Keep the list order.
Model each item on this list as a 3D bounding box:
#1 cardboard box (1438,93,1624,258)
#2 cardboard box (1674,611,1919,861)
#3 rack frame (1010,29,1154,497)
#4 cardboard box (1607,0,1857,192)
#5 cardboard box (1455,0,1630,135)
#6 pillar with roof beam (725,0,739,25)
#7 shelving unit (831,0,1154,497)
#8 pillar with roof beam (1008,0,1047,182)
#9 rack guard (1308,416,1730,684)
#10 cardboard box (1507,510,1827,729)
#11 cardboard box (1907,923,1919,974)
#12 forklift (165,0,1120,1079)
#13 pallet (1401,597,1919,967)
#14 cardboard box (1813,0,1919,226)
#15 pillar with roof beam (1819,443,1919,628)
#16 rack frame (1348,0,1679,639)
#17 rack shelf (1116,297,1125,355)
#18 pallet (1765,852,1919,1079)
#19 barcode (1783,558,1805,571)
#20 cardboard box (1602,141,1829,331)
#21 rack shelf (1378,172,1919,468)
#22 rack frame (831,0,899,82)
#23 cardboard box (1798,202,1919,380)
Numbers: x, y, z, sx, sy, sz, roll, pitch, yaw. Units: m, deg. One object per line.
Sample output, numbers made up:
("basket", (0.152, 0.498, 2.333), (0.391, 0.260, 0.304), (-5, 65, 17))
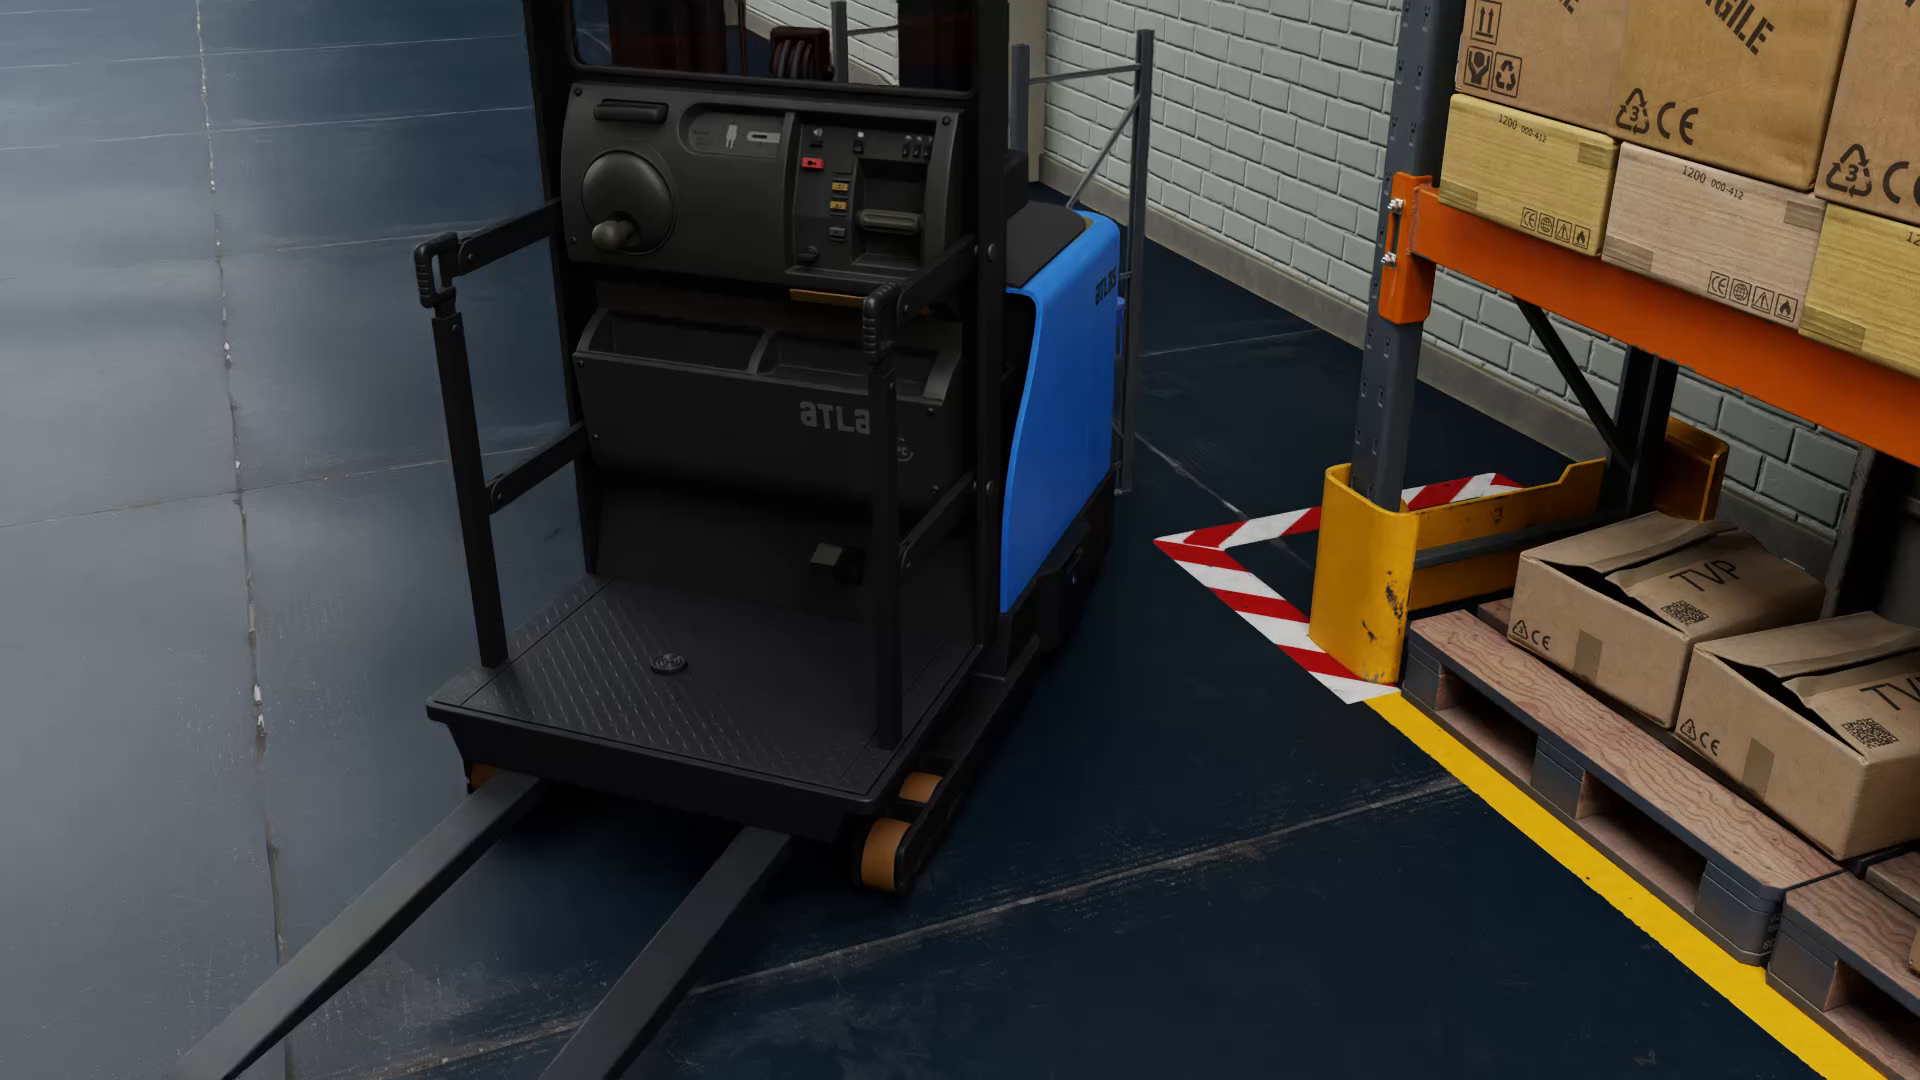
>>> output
("cardboard box", (1.438, -0.842, 3.705), (0.500, 0.250, 0.500), (-11, 28, -22))
("cardboard box", (1.950, 0.383, 3.610), (0.500, 0.311, 0.500), (-8, 27, -16))
("rack frame", (0.360, -0.781, 5.140), (0.500, 1.500, 0.032), (-16, 30, -30))
("cardboard box", (1.634, -0.985, 3.143), (0.500, 0.500, 0.500), (-10, 28, -20))
("cardboard box", (1.449, -1.187, 3.555), (0.500, 0.500, 0.500), (-11, 28, -21))
("pillar with roof beam", (-6.051, -7.819, 11.008), (9.100, 9.000, 0.400), (-11, 28, -21))
("shelving unit", (0.077, -0.966, 5.520), (0.538, 1.500, 1.048), (-16, 30, -30))
("pillar with roof beam", (-3.702, -5.397, 6.047), (9.100, 9.000, 0.400), (-11, 28, -21))
("rack guard", (1.569, 0.002, 4.677), (1.175, 0.500, 0.348), (-11, 28, -21))
("cardboard box", (1.727, 0.153, 4.081), (0.500, 0.311, 0.500), (-14, 29, -26))
("cardboard box", (2.192, 0.603, 2.944), (0.700, 0.500, 0.500), (-12, 29, -24))
("forklift", (-0.521, -0.744, 3.434), (1.130, 2.935, 3.031), (9, 27, 18))
("pallet", (1.854, 0.465, 4.056), (1.003, 0.211, 1.213), (-11, 28, -21))
("cardboard box", (1.830, -0.776, 2.713), (0.500, 0.500, 0.500), (-12, 28, -22))
("pillar with roof beam", (-1.352, -2.975, 1.086), (9.100, 9.000, 0.400), (-11, 28, -21))
("rack frame", (1.539, -1.152, 4.191), (1.000, 3.000, 0.127), (-11, 28, -21))
("rack shelf", (0.077, -0.805, 5.598), (0.538, 0.185, 1.000), (-16, 30, -30))
("pallet", (2.328, 0.957, 3.049), (1.003, 0.211, 1.213), (-11, 28, -21))
("barcode", (2.102, 0.087, 4.205), (0.001, 0.075, 0.075), (-11, 28, -21))
("cardboard box", (1.654, -0.635, 3.280), (0.500, 0.250, 0.500), (-11, 28, -22))
("rack shelf", (2.322, -0.022, 2.696), (1.077, 0.370, 4.000), (-11, 28, -21))
("rack frame", (-0.207, -1.151, 5.899), (0.500, 1.500, 0.032), (-16, 30, -30))
("cardboard box", (1.848, -0.429, 2.857), (0.500, 0.250, 0.500), (-11, 28, -21))
